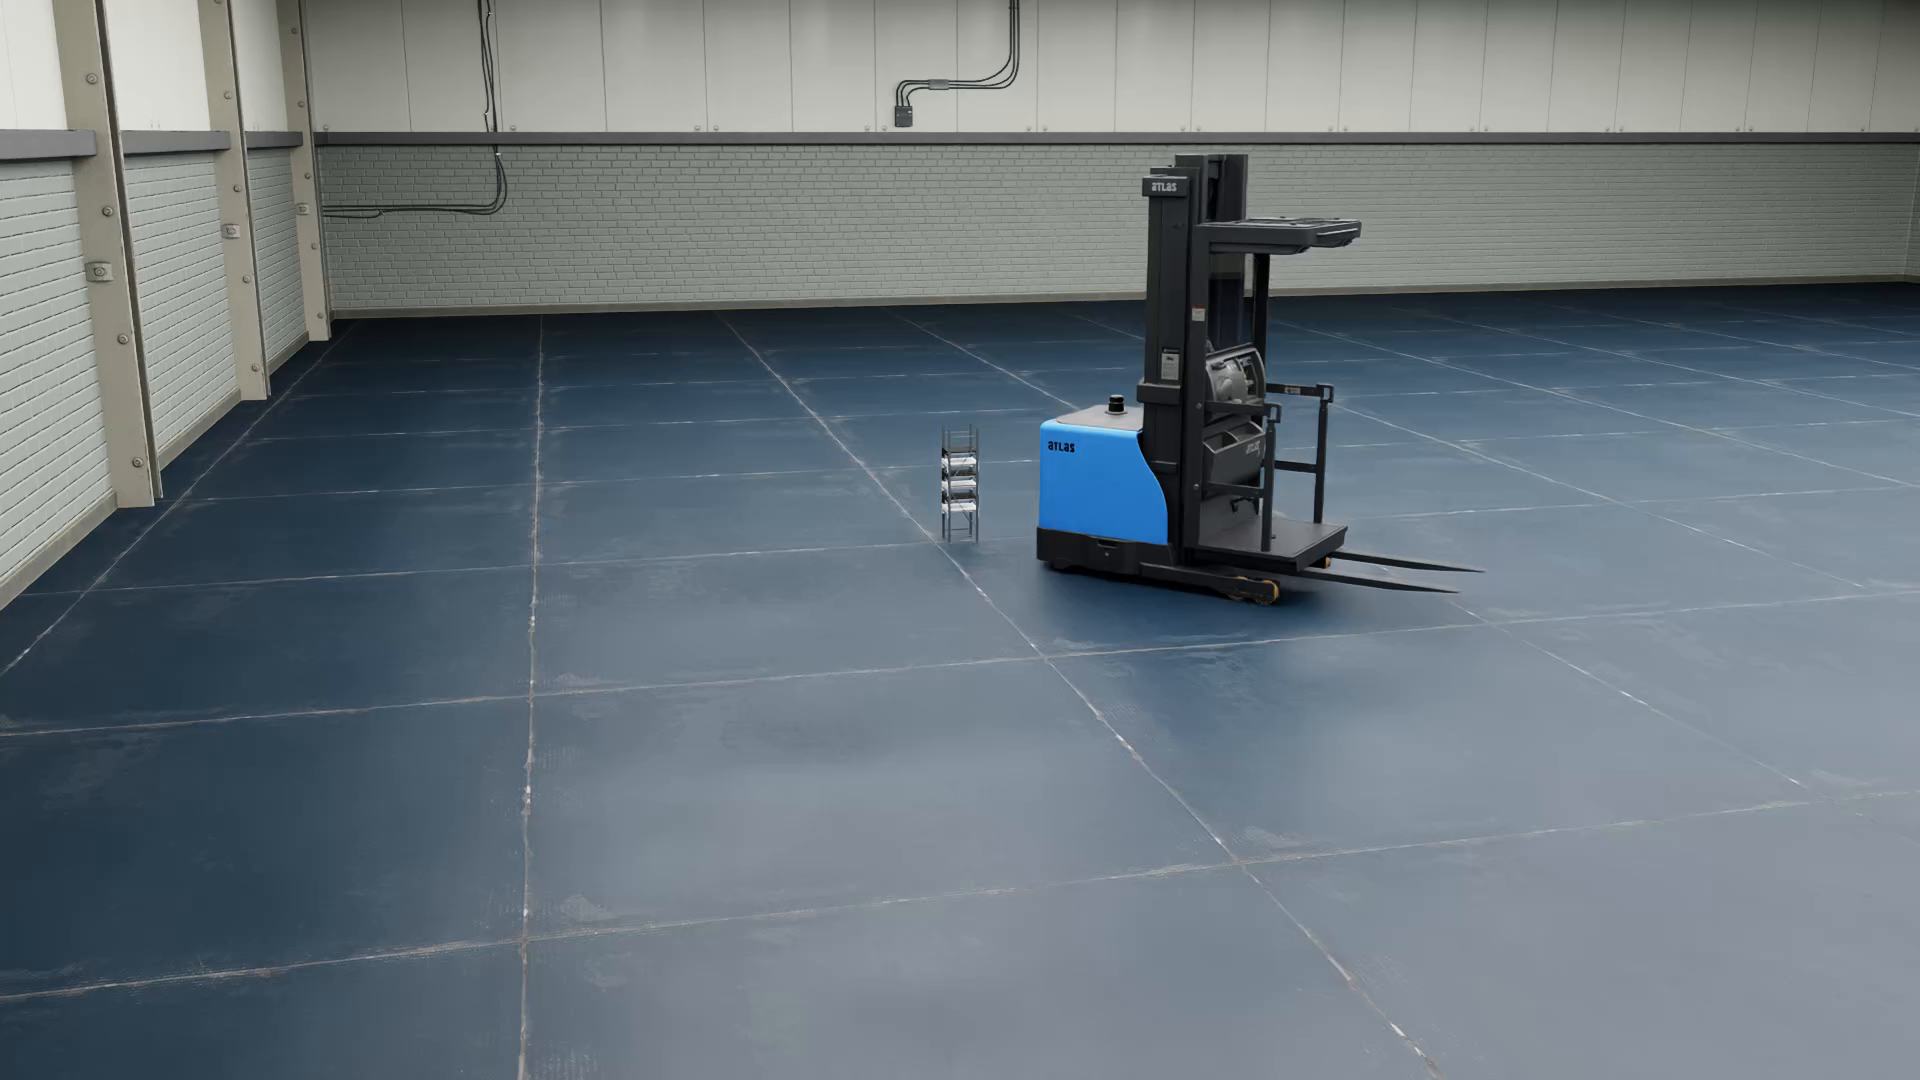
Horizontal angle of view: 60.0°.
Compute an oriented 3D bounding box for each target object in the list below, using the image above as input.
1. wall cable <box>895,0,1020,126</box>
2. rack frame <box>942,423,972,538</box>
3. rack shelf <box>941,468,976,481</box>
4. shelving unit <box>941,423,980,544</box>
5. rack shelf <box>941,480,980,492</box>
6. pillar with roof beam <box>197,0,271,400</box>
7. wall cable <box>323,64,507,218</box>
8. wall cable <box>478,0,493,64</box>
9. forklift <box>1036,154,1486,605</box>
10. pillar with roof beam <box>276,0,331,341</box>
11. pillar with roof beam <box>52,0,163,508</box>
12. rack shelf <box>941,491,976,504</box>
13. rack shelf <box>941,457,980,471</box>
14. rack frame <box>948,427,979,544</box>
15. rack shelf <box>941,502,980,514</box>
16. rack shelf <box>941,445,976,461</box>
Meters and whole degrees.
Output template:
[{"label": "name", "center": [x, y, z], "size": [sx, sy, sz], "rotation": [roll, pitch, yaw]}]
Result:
[{"label": "wall cable", "center": [-0.032, -10.394, 29.343], "size": [2.305, 6.003, 0.169], "rotation": [-3, 14, -13]}, {"label": "rack frame", "center": [-0.022, -0.459, 12.909], "size": [0.240, 0.900, 0.006], "rotation": [-3, 14, -13]}, {"label": "rack shelf", "center": [0.002, -0.490, 12.799], "size": [0.258, 0.077, 0.200], "rotation": [-3, 14, -13]}, {"label": "shelving unit", "center": [0.002, -0.435, 12.813], "size": [0.258, 0.900, 0.210], "rotation": [-3, 14, -13]}, {"label": "rack shelf", "center": [0.002, -0.403, 12.820], "size": [0.258, 0.077, 0.200], "rotation": [-3, 14, -13]}, {"label": "pillar with roof beam", "center": [-4.263, -6.319, 19.829], "size": [9.100, 9.000, 0.400], "rotation": [-3, 14, -13]}, {"label": "wall cable", "center": [-9.264, -6.708, 27.964], "size": [3.097, 2.526, 0.112], "rotation": [-3, 14, -13]}, {"label": "wall cable", "center": [-6.634, -9.312, 27.982], "size": [3.097, 2.526, 0.112], "rotation": [-3, 14, -13]}, {"label": "forklift", "center": [2.077, -1.132, 11.385], "size": [3.031, 2.935, 1.130], "rotation": [8, 16, 31]}, {"label": "pillar with roof beam", "center": [-5.673, -7.703, 25.495], "size": [9.100, 9.000, 0.400], "rotation": [-3, 14, -13]}, {"label": "pillar with roof beam", "center": [-2.854, -4.934, 14.164], "size": [9.100, 9.000, 0.400], "rotation": [-3, 14, -13]}, {"label": "rack shelf", "center": [0.002, -0.315, 12.842], "size": [0.258, 0.077, 0.200], "rotation": [-3, 14, -13]}, {"label": "rack shelf", "center": [0.002, -0.578, 12.778], "size": [0.258, 0.077, 0.200], "rotation": [-3, 14, -13]}, {"label": "rack frame", "center": [0.026, -0.412, 12.717], "size": [0.240, 0.900, 0.006], "rotation": [-3, 14, -13]}, {"label": "rack shelf", "center": [0.002, -0.228, 12.863], "size": [0.258, 0.077, 0.200], "rotation": [-3, 14, -13]}, {"label": "rack shelf", "center": [0.002, -0.665, 12.756], "size": [0.258, 0.077, 0.200], "rotation": [-3, 14, -13]}]
